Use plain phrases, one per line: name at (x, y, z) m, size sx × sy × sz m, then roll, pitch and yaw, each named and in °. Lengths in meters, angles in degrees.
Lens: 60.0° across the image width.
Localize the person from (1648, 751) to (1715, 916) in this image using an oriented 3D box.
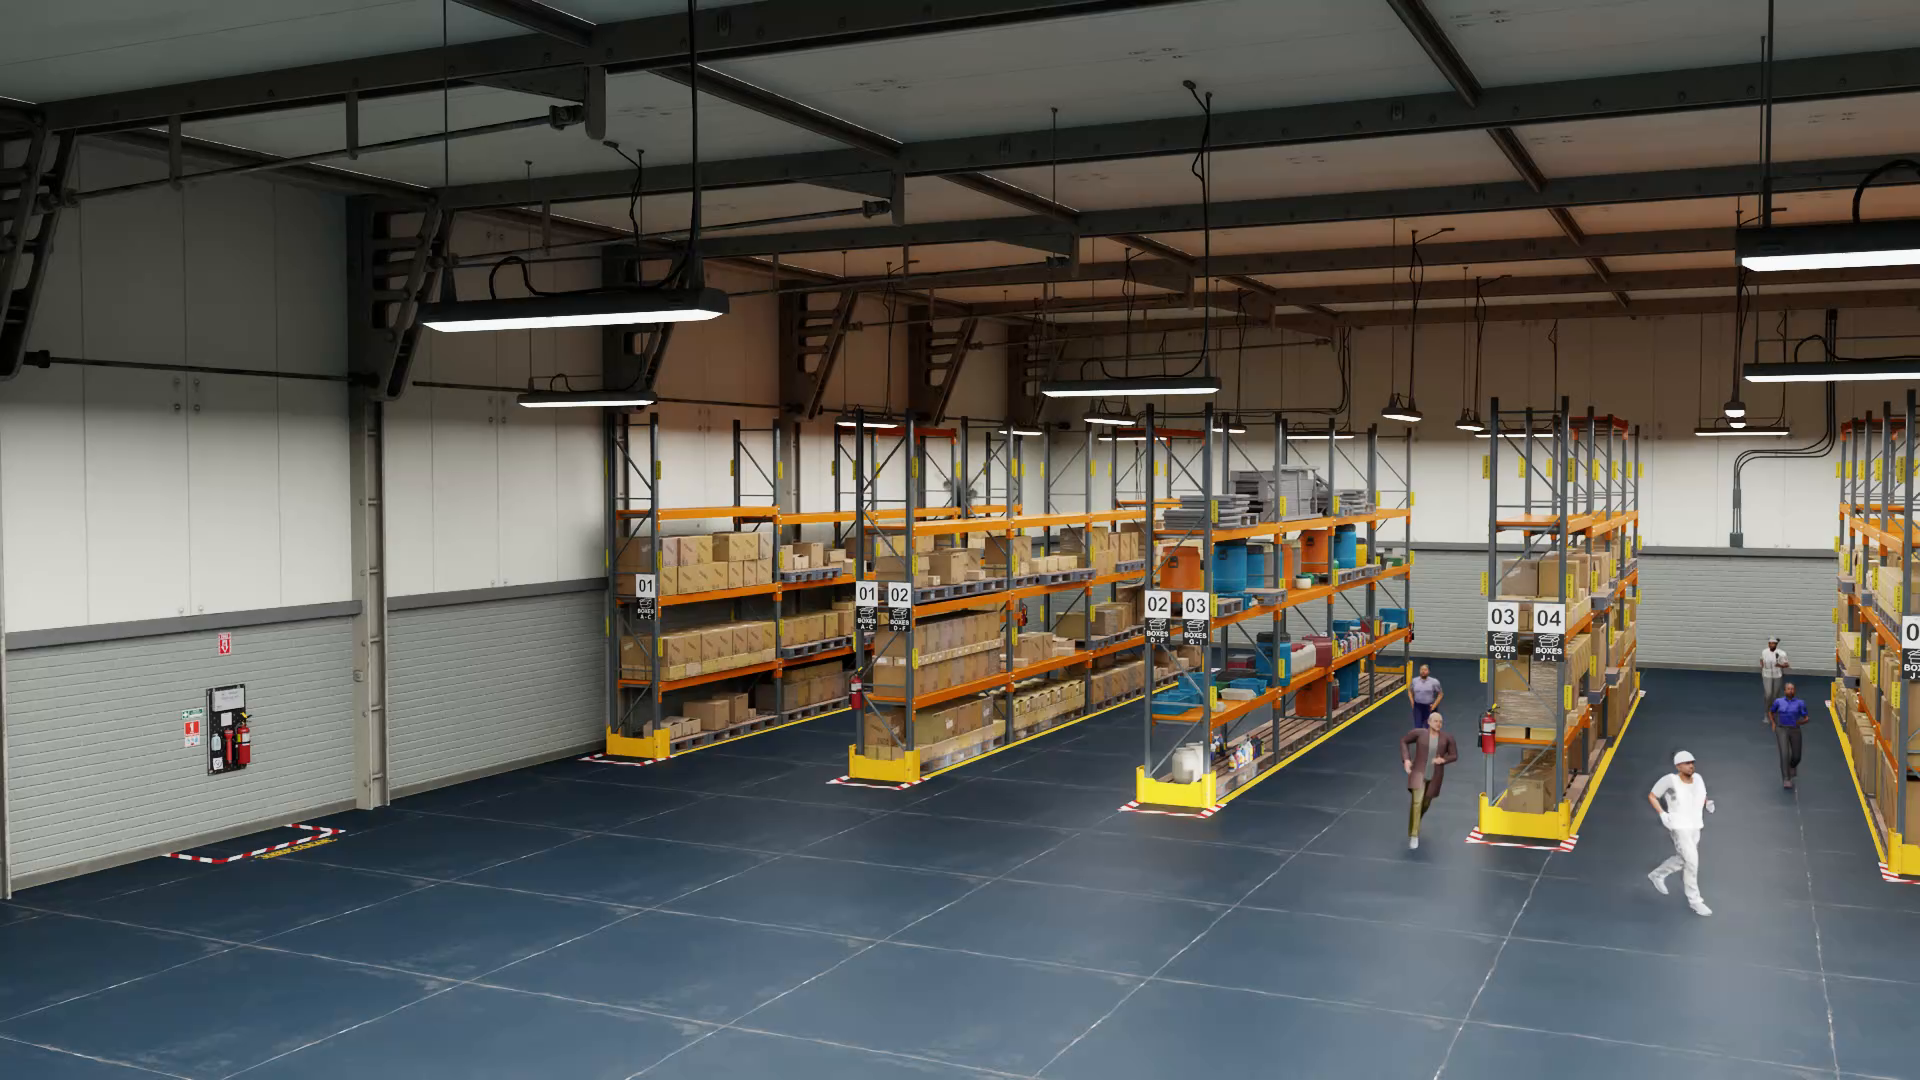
person at (8.278, 3.304, 19.047) m, size 0.648 × 1.795 × 0.924 m, roll -1°, pitch 3°, yaw -24°

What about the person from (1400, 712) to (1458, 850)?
person at (6.303, 3.197, 22.346) m, size 0.734 × 1.792 × 0.977 m, roll 0°, pitch 2°, yaw 5°

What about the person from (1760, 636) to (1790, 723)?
person at (16.205, 2.782, 33.098) m, size 0.548 × 1.761 × 0.764 m, roll 1°, pitch 3°, yaw 30°

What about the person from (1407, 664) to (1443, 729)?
person at (8.154, 2.980, 29.170) m, size 0.617 × 1.633 × 0.709 m, roll 1°, pitch 3°, yaw 24°

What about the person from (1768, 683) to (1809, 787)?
person at (13.158, 3.075, 26.410) m, size 0.588 × 1.621 × 0.774 m, roll 1°, pitch 3°, yaw 22°
